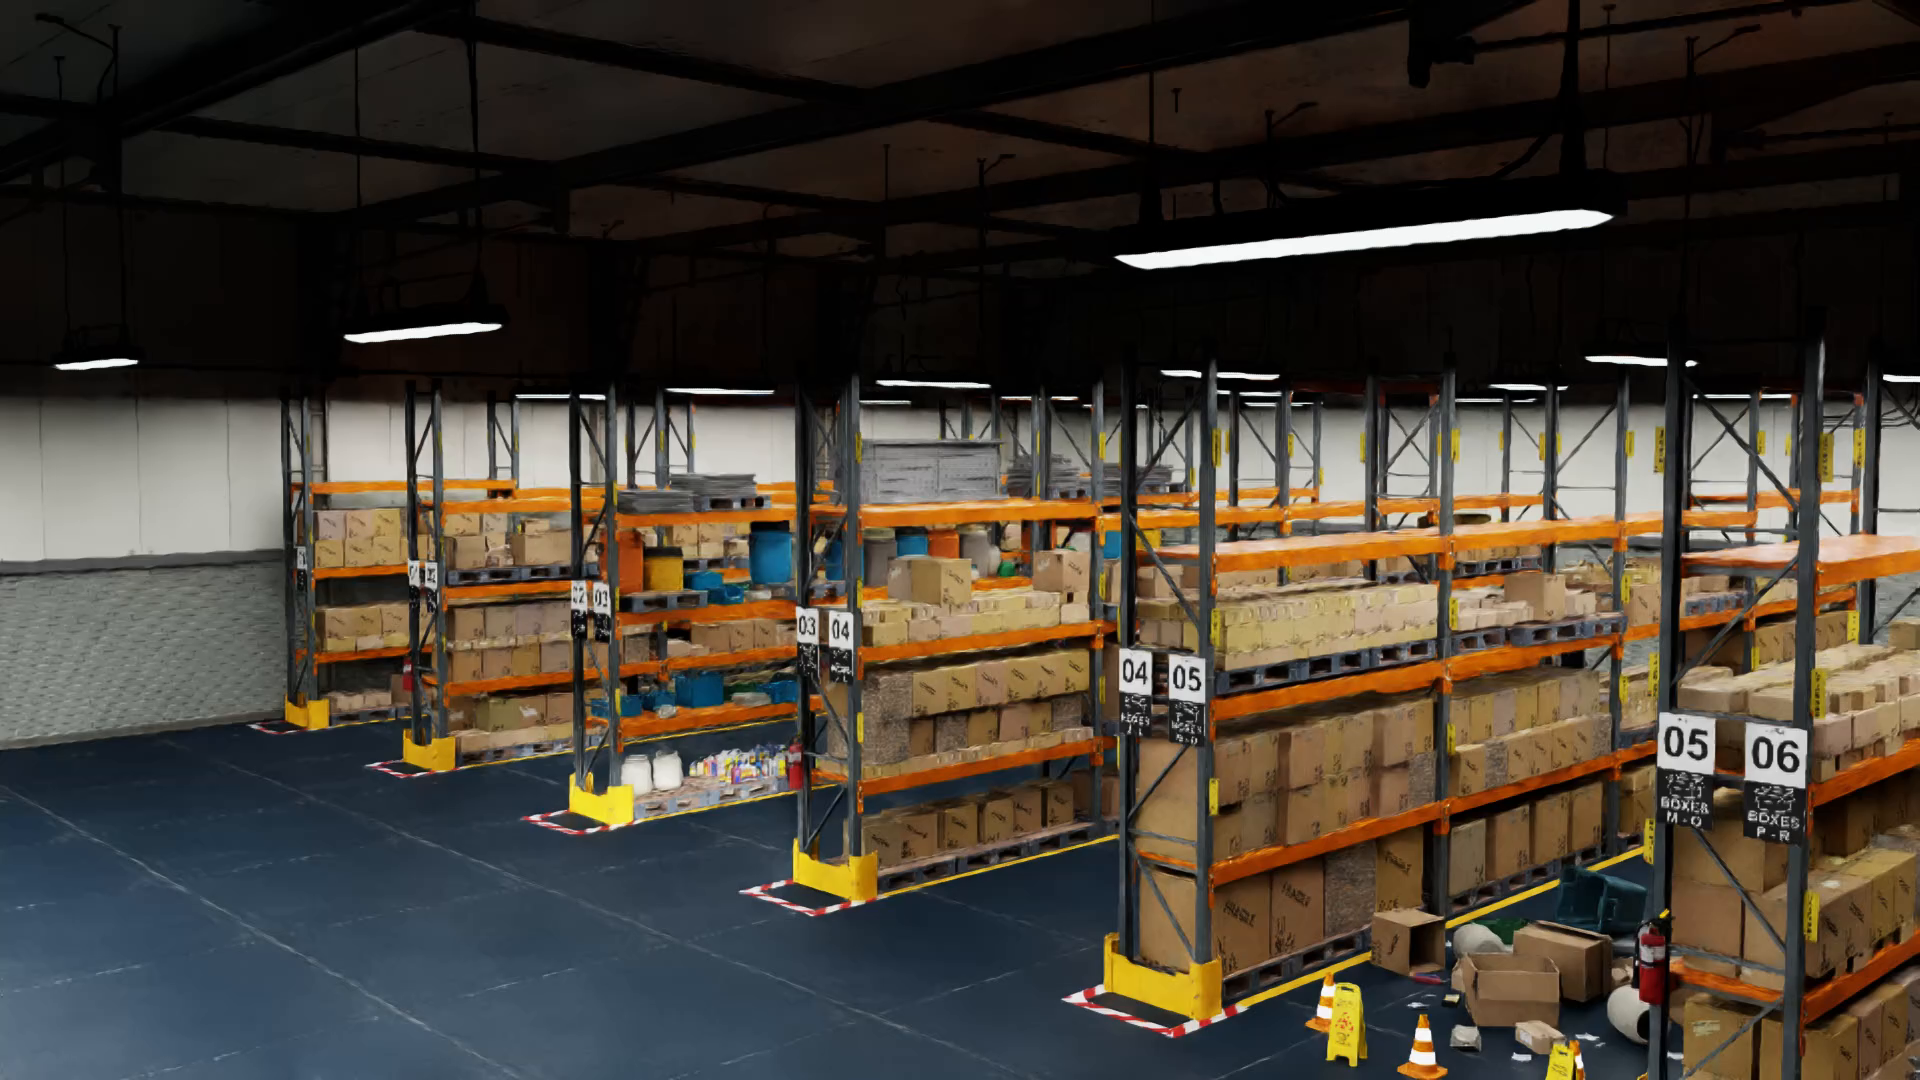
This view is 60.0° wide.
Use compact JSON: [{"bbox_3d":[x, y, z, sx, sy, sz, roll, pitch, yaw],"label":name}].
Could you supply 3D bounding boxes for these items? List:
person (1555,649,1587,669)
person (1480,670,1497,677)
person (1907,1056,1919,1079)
[{"bbox_3d":[11.124,2.421,30.283,0.622,1.623,0.486,0,4,-3],"label":"person"},{"bbox_3d":[8.002,2.737,25.171,1.075,1.582,0.457,-3,5,-41],"label":"person"},{"bbox_3d":[5.592,3.737,9.527,0.988,1.618,0.502,-4,5,-45],"label":"person"}]
